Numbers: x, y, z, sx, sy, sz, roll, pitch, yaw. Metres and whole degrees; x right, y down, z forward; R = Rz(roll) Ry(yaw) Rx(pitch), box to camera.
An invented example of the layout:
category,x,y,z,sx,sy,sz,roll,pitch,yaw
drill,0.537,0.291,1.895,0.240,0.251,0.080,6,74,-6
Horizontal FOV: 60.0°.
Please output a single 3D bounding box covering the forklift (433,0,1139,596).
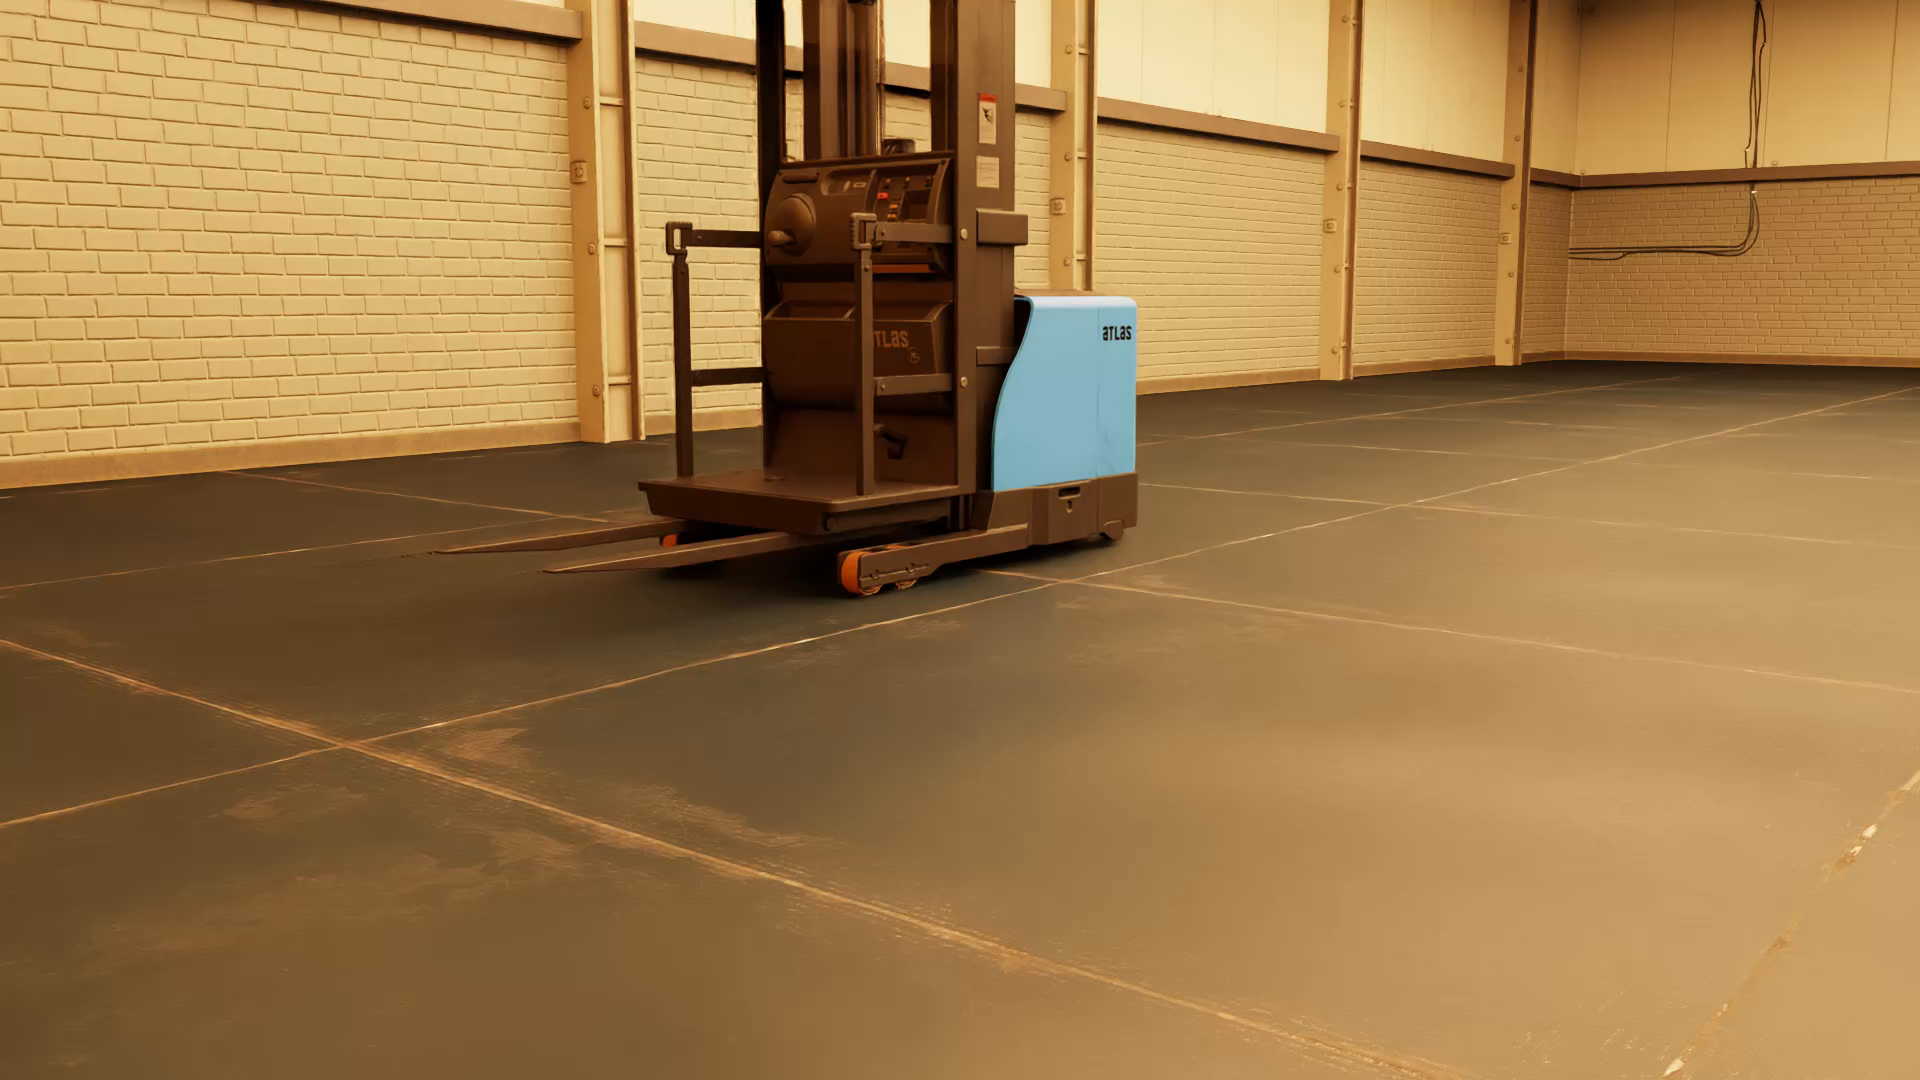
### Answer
category,x,y,z,sx,sy,sz,roll,pitch,yaw
forklift,-0.549,-1.329,6.366,1.130,2.935,3.031,7,11,40
